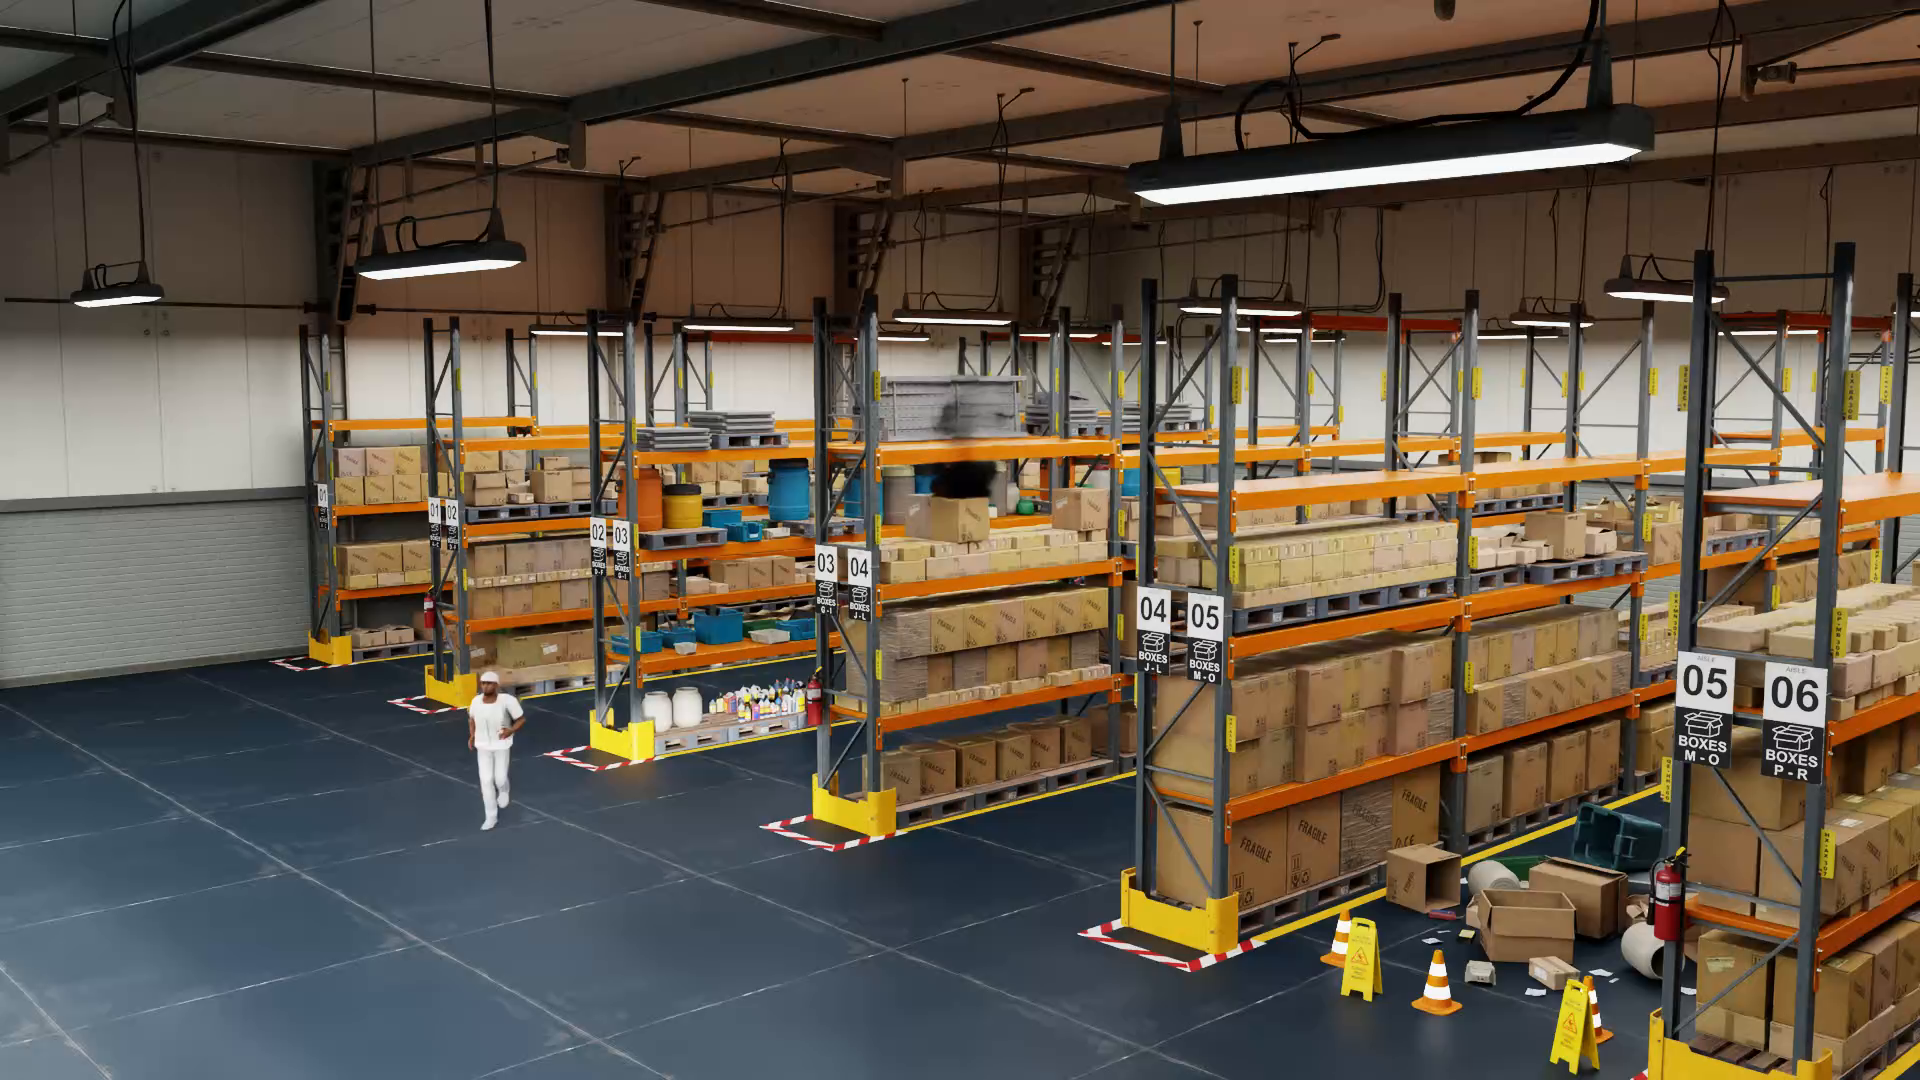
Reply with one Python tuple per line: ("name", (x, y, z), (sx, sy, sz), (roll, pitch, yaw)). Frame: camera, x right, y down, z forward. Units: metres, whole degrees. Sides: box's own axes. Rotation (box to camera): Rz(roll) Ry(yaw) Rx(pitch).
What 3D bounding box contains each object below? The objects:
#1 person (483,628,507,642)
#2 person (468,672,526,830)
("person", (-7.887, 1.393, 28.266), (0.922, 1.793, 0.666), (-5, 8, -43))
("person", (-5.336, 2.374, 19.106), (0.690, 1.763, 0.823), (0, 6, 0))
